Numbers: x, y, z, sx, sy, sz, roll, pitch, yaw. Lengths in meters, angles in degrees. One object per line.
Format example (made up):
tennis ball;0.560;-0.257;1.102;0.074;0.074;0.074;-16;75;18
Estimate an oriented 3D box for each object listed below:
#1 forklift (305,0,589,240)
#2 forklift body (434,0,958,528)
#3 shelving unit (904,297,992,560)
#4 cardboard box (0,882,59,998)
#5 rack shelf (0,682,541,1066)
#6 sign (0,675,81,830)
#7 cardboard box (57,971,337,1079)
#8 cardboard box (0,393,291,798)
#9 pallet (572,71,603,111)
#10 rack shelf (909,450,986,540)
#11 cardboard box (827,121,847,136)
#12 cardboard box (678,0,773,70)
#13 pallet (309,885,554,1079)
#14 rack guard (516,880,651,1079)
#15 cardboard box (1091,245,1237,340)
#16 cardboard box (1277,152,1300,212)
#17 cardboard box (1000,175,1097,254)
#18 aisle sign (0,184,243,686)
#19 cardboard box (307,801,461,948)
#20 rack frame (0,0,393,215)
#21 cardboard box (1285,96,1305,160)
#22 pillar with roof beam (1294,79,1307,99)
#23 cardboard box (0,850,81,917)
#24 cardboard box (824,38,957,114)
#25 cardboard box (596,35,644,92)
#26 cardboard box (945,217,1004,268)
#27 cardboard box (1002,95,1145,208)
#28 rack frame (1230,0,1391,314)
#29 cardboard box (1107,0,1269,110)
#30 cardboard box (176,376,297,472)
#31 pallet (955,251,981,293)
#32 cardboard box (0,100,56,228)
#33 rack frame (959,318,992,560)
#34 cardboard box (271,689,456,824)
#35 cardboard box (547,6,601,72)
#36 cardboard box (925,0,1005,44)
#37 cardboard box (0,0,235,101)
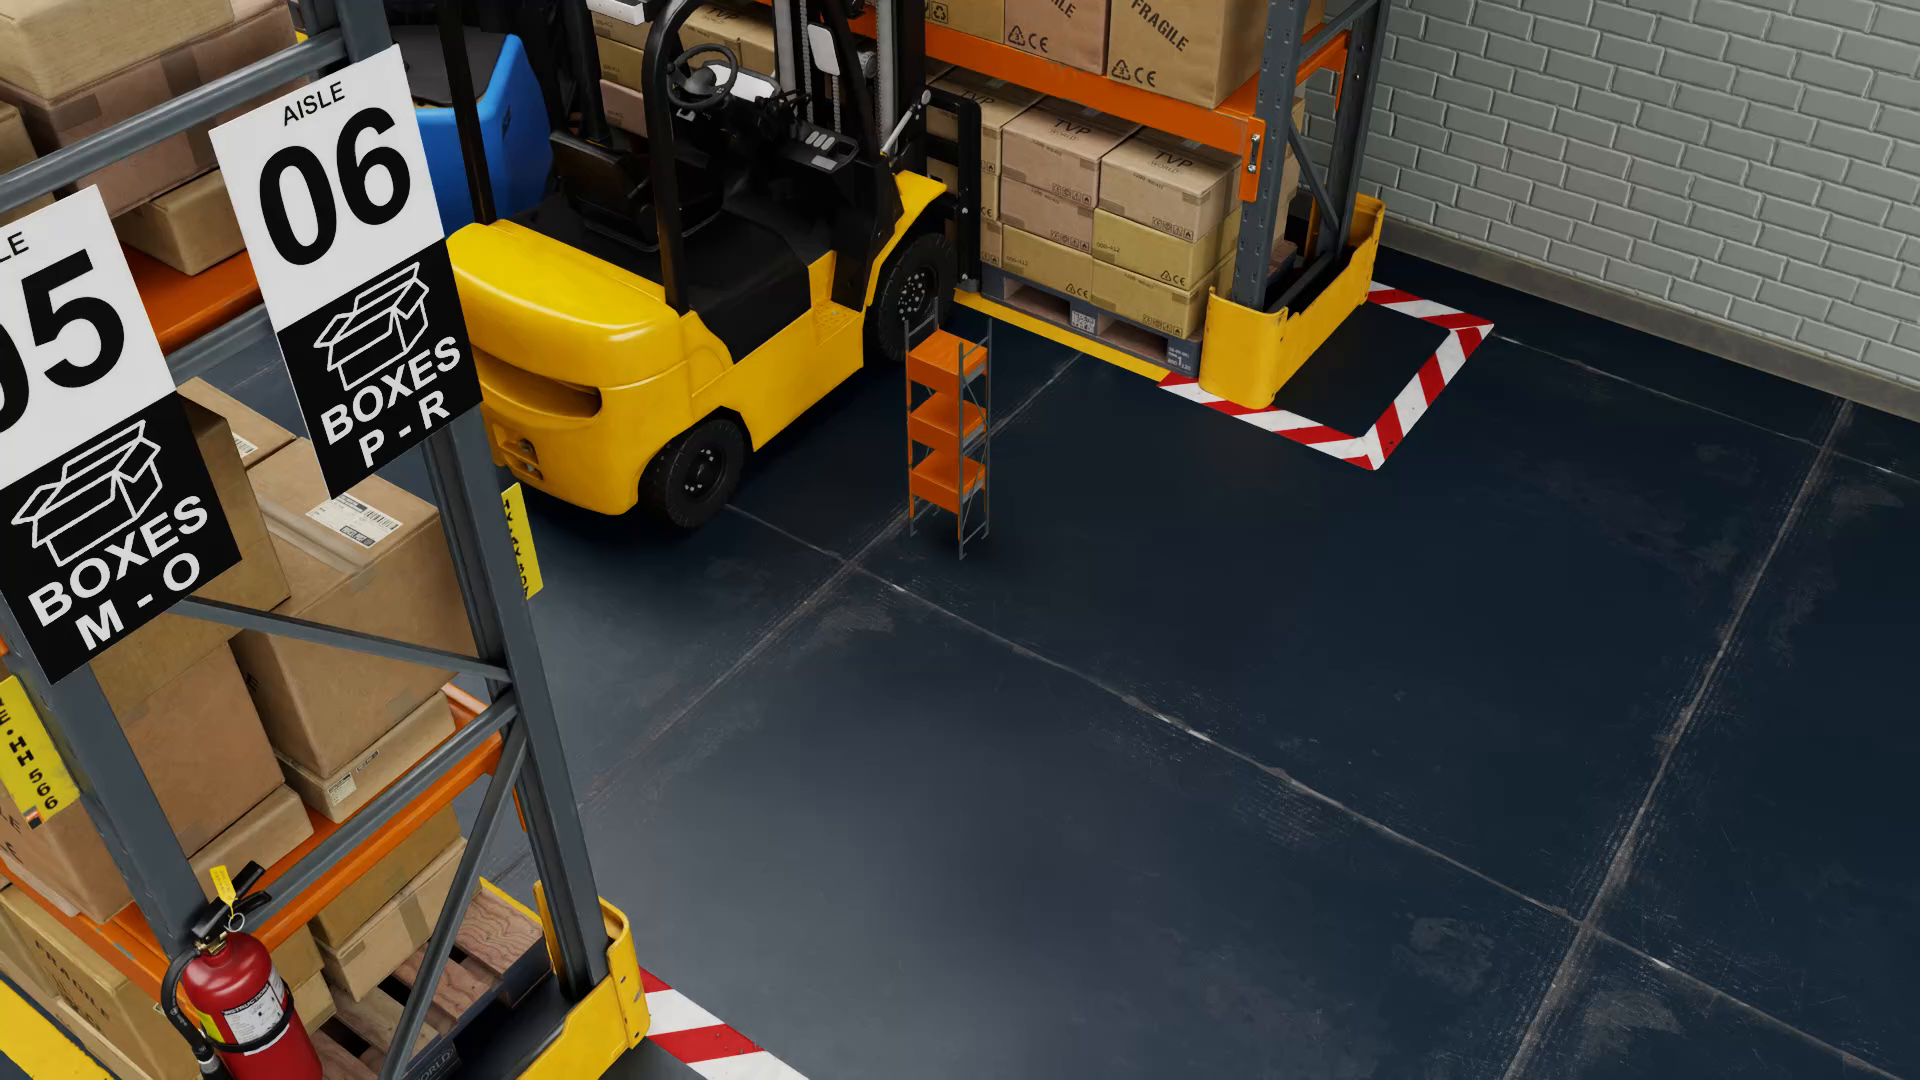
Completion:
forklift;-2.598;-3.128;8.048;1.130;2.935;3.031;-1;42;-2
forklift body;-1.089;-1.488;6.800;1.214;2.155;2.313;25;48;25
shelving unit;-0.044;-0.412;6.423;0.252;1.050;0.215;25;48;25
cardboard box;-2.571;0.863;4.721;0.500;0.500;0.500;27;48;27
rack shelf;-2.974;0.139;4.885;4.000;0.370;1.077;25;48;25
sign;-1.672;0.383;2.967;0.005;0.325;0.100;25;48;25
cardboard box;-2.172;1.333;4.758;0.500;0.250;0.500;25;47;25
cardboard box;-1.880;0.040;3.408;0.500;0.500;0.700;24;47;24
pallet;-2.390;-2.828;9.752;1.213;0.211;1.003;25;48;25
rack shelf;-0.044;-0.197;6.615;0.240;0.259;0.215;25;48;25
cardboard box;-0.314;-1.986;8.092;0.500;0.250;0.500;25;47;25
cardboard box;-1.136;-2.553;8.351;0.500;0.250;0.500;25;48;25
pallet;-2.043;1.316;5.120;1.213;0.211;1.003;25;48;25
rack guard;-1.399;1.539;4.655;0.348;0.500;1.175;25;48;25
cardboard box;0.945;-1.214;7.604;0.500;0.250;0.500;25;48;26
cardboard box;1.245;-1.686;7.757;0.500;0.250;0.500;26;48;26
cardboard box;0.528;-1.606;7.668;0.500;0.250;0.500;25;47;25
aisle sign;-1.452;-0.150;2.719;0.004;0.787;0.394;25;48;25
cardboard box;-1.858;0.757;4.839;0.500;0.500;0.500;24;47;24
rack frame;-1.336;-1.599;1.788;0.127;3.000;1.000;25;48;25
cardboard box;1.226;-1.866;7.584;0.500;0.250;0.500;24;47;25
pillar with roof beam;-1.014;-2.719;3.040;0.400;9.000;9.100;25;48;25
cardboard box;-2.037;0.668;3.943;0.250;0.149;0.380;25;47;25
cardboard box;-0.296;-2.163;7.915;0.500;0.250;0.500;24;47;25
cardboard box;-1.545;-2.570;8.745;0.500;0.250;0.500;25;47;25
cardboard box;0.138;-1.606;8.042;0.500;0.250;0.500;26;48;26
cardboard box;0.533;-1.777;7.484;0.500;0.250;0.500;26;48;26
rack frame;1.511;-2.075;6.819;0.127;3.000;1.000;25;48;25
cardboard box;0.957;-2.157;6.836;0.500;0.500;0.500;24;47;24
cardboard box;-1.991;-0.041;4.248;0.500;0.500;0.500;27;48;27
pallet;-0.134;-1.773;8.573;1.213;0.211;1.003;25;48;25
cardboard box;-1.910;-0.585;2.794;0.500;0.250;0.500;24;47;25
rack frame;0.056;-0.365;6.371;0.008;1.050;0.200;25;48;25
cardboard box;-1.496;0.487;4.144;0.250;0.149;0.380;25;48;25
cardboard box;-2.198;-3.071;9.399;0.625;0.625;0.875;27;48;27
cardboard box;0.118;-2.557;7.283;0.500;0.500;0.500;24;47;25
cardboard box;-1.510;-0.932;2.883;0.250;0.149;0.380;25;47;25
